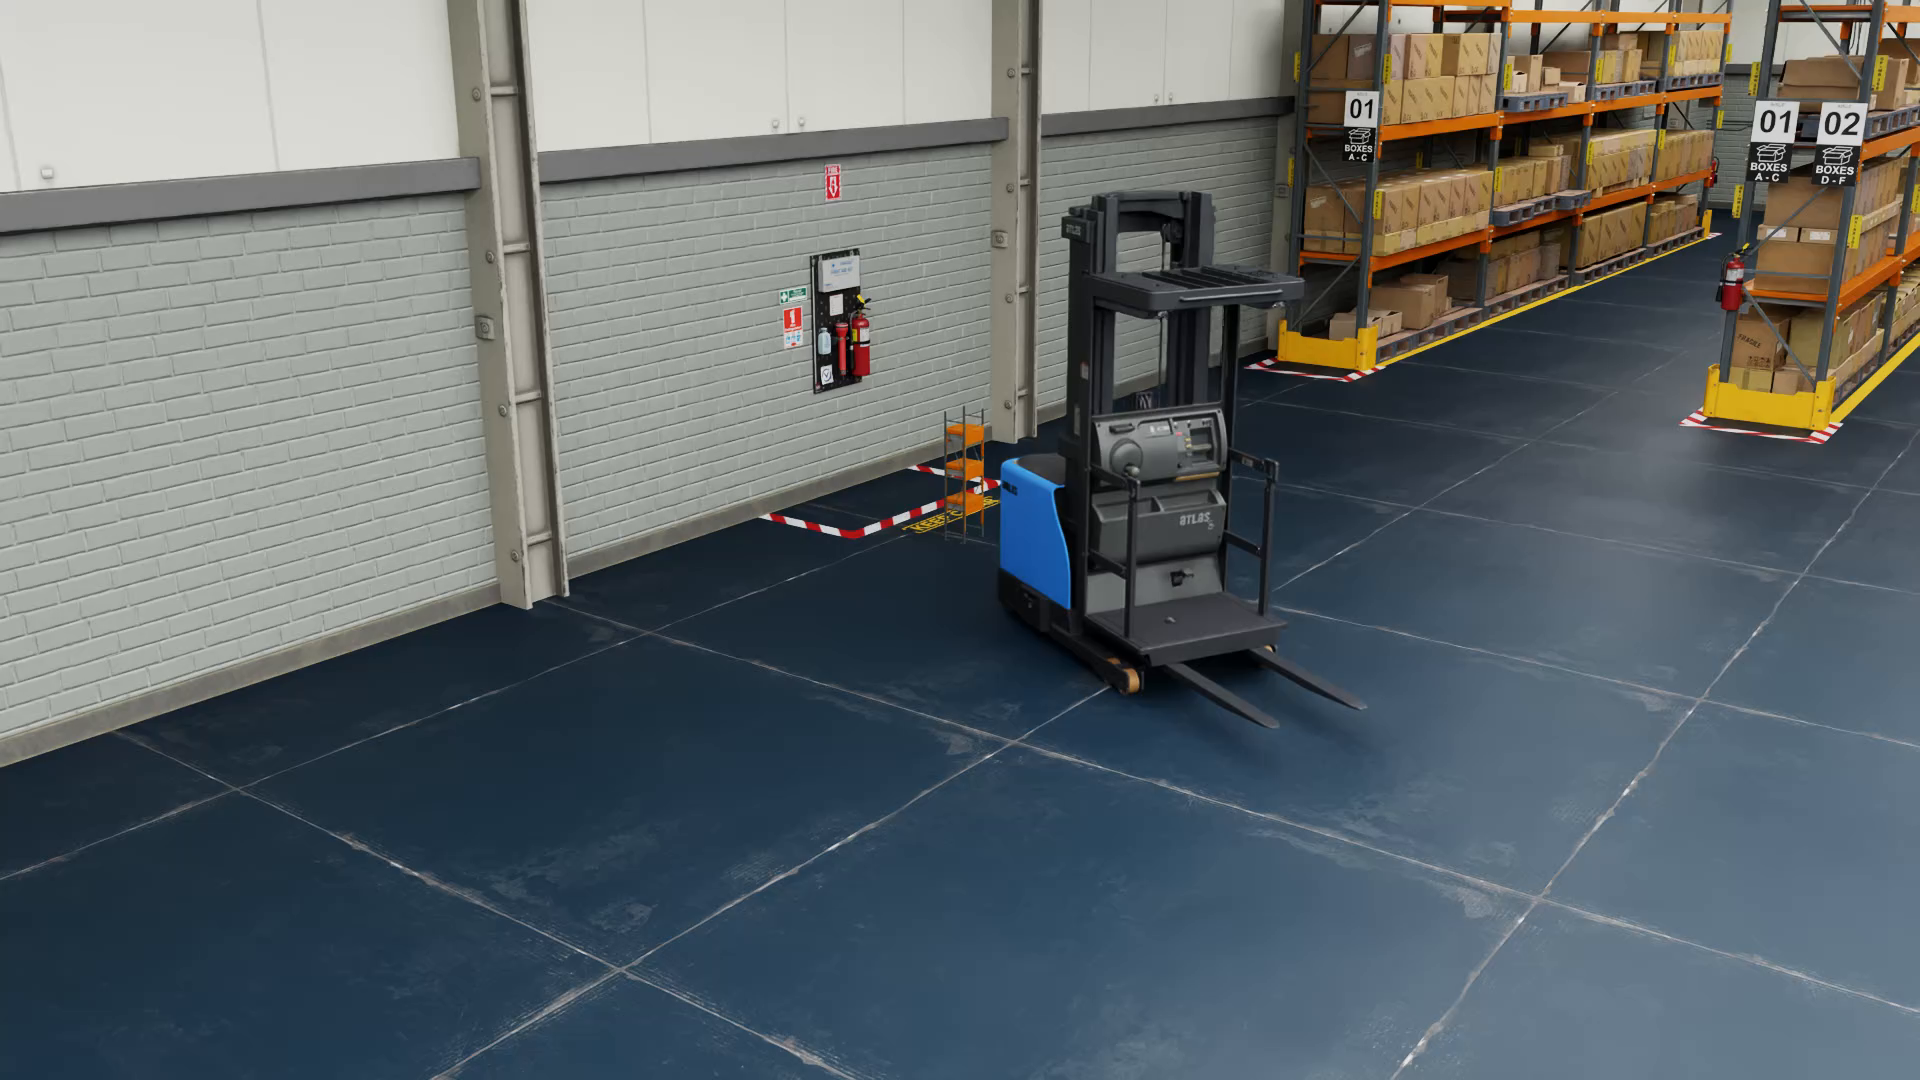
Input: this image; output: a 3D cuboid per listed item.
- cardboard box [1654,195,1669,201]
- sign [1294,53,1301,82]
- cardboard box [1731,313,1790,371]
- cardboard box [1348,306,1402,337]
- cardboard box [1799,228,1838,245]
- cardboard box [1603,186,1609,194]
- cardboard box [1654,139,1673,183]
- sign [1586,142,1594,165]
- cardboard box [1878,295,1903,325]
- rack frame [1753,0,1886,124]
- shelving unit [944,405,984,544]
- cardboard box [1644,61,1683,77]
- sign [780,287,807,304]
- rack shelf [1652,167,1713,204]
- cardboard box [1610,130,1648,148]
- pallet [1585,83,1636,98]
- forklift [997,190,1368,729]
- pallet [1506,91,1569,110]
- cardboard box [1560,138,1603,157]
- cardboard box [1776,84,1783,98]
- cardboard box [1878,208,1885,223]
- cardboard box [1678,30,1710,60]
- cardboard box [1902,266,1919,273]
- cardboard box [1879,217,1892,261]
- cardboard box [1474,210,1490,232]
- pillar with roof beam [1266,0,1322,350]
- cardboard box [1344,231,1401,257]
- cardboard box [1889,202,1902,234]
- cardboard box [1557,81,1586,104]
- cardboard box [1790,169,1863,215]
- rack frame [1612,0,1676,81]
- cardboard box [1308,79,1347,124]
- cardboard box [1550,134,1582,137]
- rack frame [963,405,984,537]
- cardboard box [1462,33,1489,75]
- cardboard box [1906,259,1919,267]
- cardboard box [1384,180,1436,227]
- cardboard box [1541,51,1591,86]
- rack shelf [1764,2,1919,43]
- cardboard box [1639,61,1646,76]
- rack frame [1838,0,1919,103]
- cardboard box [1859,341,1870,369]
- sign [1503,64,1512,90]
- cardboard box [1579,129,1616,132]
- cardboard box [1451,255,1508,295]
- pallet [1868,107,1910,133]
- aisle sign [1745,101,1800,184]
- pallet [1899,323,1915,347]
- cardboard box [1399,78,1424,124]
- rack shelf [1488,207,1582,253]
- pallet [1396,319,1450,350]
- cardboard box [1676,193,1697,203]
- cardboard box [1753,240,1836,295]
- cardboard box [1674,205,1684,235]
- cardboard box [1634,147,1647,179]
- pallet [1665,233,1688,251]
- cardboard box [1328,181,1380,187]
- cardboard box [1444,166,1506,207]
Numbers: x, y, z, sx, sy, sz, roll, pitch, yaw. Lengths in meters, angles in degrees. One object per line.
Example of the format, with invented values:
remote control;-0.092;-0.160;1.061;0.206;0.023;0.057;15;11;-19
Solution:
cardboard box;13.040;-6.384;31.157;0.380;0.149;0.250;13;21;35
sign;3.947;-5.515;19.393;0.100;0.325;0.005;12;21;35
cardboard box;8.442;-2.108;17.637;0.500;0.500;0.500;12;21;35
cardboard box;5.205;-2.767;20.888;0.500;0.311;0.500;15;22;39
cardboard box;8.768;-3.095;16.889;0.380;0.149;0.250;12;21;34
cardboard box;10.274;-5.700;26.931;0.380;0.149;0.250;13;21;36
cardboard box;11.867;-6.684;29.204;0.980;0.700;0.700;13;21;36
sign;9.589;-5.883;25.312;0.100;0.325;0.005;12;21;35
cardboard box;11.191;-2.844;20.327;0.500;0.311;0.500;13;21;35
rack frame;8.361;-5.547;15.932;1.000;3.000;0.127;12;21;35
shelving unit;0.032;-0.514;13.129;0.215;1.050;0.252;12;21;35
cardboard box;12.154;-8.142;28.722;0.500;0.250;0.500;12;21;35
sign;-1.378;-2.021;13.741;0.001;0.109;0.331;12;21;35
rack shelf;12.722;-6.547;30.482;1.077;0.370;4.000;12;21;35
cardboard box;11.145;-6.695;27.778;0.500;0.250;0.500;13;21;36
pallet;10.152;-7.234;26.740;1.003;0.211;1.213;14;22;37
forklift;1.358;-0.598;10.226;1.130;2.935;3.031;-8;19;-24
pallet;7.833;-6.228;23.499;1.213;0.211;1.003;12;21;35
cardboard box;9.642;-6.089;25.824;0.500;0.250;0.500;13;22;36
cardboard box;8.835;-4.631;17.350;0.500;0.250;0.500;12;21;35
cardboard box;10.147;-3.647;18.669;0.380;0.149;0.250;12;21;34
cardboard box;13.086;-8.869;29.799;0.500;0.500;0.500;11;21;32
cardboard box;13.013;-3.574;22.678;0.500;0.311;0.500;13;22;36
cardboard box;10.485;-3.576;19.531;0.700;0.500;0.500;12;21;33
cardboard box;6.725;-4.281;22.189;0.500;0.250;0.500;12;21;35
pillar with roof beam;7.560;-5.980;17.328;9.100;9.000;0.400;12;21;35
cardboard box;4.926;-3.554;19.851;0.500;0.250;0.500;12;21;33
cardboard box;11.529;-3.988;20.859;0.500;0.500;0.500;14;22;39
cardboard box;8.935;-6.642;24.633;0.500;0.311;0.500;12;21;35
cardboard box;8.990;-3.597;17.413;0.700;0.500;0.500;12;21;33
rack frame;11.530;-9.279;27.952;1.000;3.000;0.127;12;21;35
cardboard box;4.426;-5.190;19.639;0.500;0.500;0.500;14;22;39
cardboard box;9.829;-6.417;26.883;0.500;0.250;0.500;12;21;33
rack frame;0.105;-0.543;13.223;0.200;1.050;0.008;12;21;35
cardboard box;6.363;-6.176;21.128;0.500;0.500;0.500;14;22;38
cardboard box;13.628;-3.662;23.450;0.500;0.500;0.500;14;22;37
cardboard box;5.522;-4.151;20.507;0.500;0.500;0.500;12;21;33
cardboard box;9.384;-7.276;25.646;0.700;0.500;0.500;11;20;30
rack shelf;9.553;-5.489;17.632;1.077;0.370;4.000;12;21;35
cardboard box;11.750;-8.228;29.000;0.500;0.250;0.500;13;21;35
rack frame;10.744;-6.500;19.000;1.000;3.000;0.127;12;21;35
cardboard box;10.052;-2.134;18.986;0.500;0.250;0.500;12;21;35
sign;7.204;-6.094;21.881;0.100;0.325;0.005;12;21;35
cardboard box;10.741;-6.783;28.059;0.500;0.250;0.500;13;21;35
cardboard box;7.457;-3.836;24.010;0.700;0.500;0.500;12;21;34
pallet;9.530;-4.528;17.858;1.003;0.211;1.213;12;21;35
aisle sign;8.086;-3.960;16.553;0.394;0.787;0.004;12;21;35
pallet;11.878;-2.777;21.830;1.003;0.211;1.213;12;21;35
cardboard box;5.129;-5.203;19.681;0.500;0.500;0.500;14;22;38
rack shelf;7.955;-4.642;24.346;1.077;0.370;4.000;12;21;35
pallet;5.666;-2.719;21.644;1.003;0.211;1.213;12;21;35
cardboard box;13.647;-6.437;31.326;0.380;0.149;0.250;12;21;34
cardboard box;8.649;-2.839;17.158;0.700;0.500;0.500;12;21;35
cardboard box;12.980;-5.950;30.854;0.700;0.500;0.500;12;21;33
cardboard box;11.162;-6.336;27.885;0.500;0.500;0.500;13;21;35
pallet;12.773;-5.542;30.734;1.003;0.211;1.213;12;21;35
cardboard box;4.798;-4.120;20.409;0.500;0.500;0.500;13;21;35
cardboard box;7.094;-4.882;22.997;0.700;0.500;0.500;12;21;35
